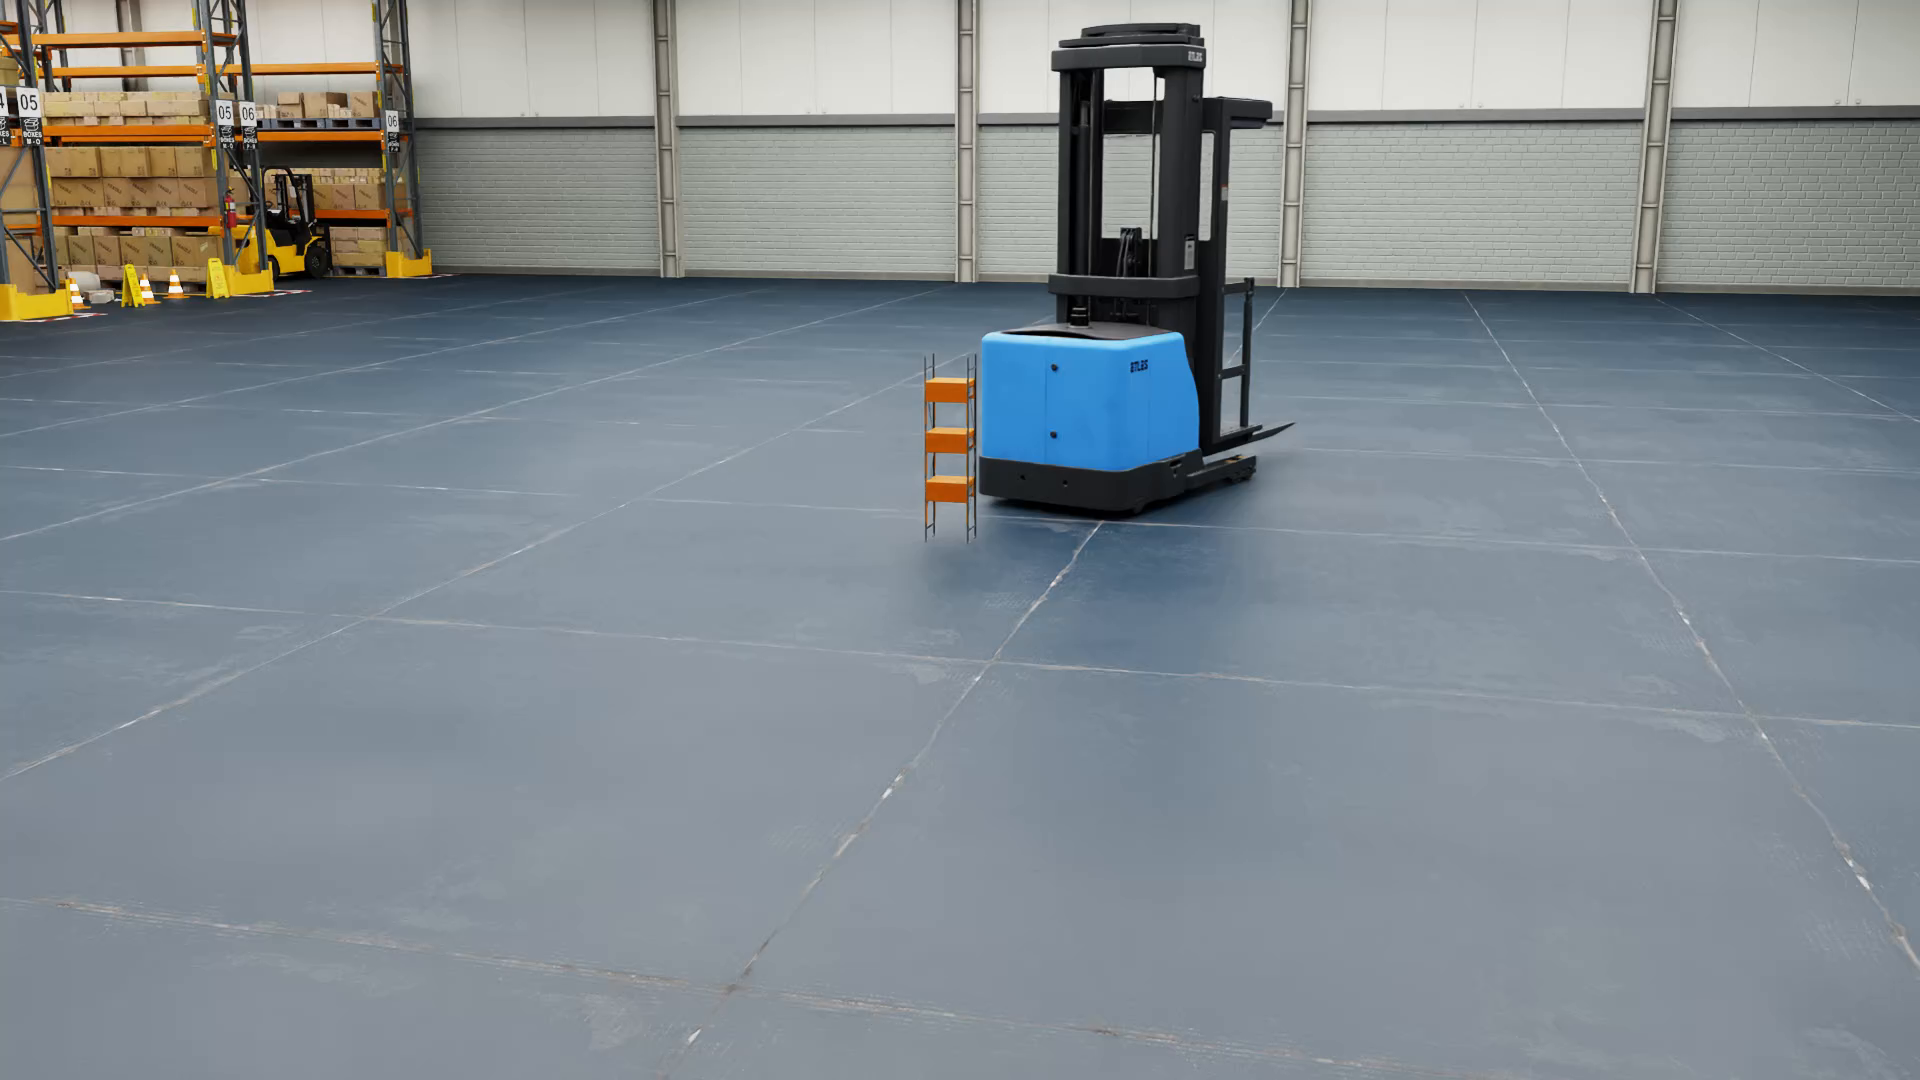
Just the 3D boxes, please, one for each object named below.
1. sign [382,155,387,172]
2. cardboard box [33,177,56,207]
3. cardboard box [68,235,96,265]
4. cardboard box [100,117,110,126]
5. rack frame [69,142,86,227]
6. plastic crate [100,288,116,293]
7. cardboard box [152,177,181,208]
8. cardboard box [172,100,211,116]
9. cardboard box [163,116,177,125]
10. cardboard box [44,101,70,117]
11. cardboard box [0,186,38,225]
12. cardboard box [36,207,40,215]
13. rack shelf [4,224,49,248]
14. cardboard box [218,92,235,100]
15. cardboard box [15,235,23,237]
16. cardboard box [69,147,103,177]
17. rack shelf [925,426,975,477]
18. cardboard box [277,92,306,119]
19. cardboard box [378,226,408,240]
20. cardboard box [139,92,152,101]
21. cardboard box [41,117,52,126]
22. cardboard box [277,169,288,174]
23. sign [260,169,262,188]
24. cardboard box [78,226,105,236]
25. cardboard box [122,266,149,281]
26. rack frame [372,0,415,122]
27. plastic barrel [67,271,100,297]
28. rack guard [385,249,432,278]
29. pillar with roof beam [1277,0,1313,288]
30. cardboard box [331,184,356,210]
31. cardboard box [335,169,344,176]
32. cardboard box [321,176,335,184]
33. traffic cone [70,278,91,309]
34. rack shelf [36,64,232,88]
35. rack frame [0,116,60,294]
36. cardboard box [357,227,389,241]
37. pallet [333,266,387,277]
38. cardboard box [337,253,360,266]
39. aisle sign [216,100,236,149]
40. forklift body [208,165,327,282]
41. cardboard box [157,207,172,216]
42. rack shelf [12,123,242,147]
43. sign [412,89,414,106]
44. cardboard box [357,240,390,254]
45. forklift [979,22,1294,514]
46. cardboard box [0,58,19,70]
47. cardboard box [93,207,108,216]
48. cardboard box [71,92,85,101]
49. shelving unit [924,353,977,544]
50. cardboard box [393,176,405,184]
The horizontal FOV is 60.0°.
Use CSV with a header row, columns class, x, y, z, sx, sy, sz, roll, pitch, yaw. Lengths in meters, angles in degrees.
class,x,y,z,sx,sy,sz,roll,pitch,yaw
sign,-11.200,-7.334,32.368,0.005,0.325,0.100,3,13,14
cardboard box,-15.766,-6.042,28.850,0.500,0.500,0.500,3,13,13
cardboard box,-15.095,-5.046,28.923,0.500,0.500,0.500,4,13,16
cardboard box,-14.383,-7.123,28.295,0.250,0.149,0.380,3,13,14
rack frame,-18.824,-7.181,34.901,0.127,3.000,1.000,3,13,14
plastic crate,-14.798,-4.251,28.432,0.583,0.080,0.402,-1,13,-6
cardboard box,-13.320,-5.913,28.269,0.500,0.500,0.500,3,13,14
cardboard box,-12.804,-7.229,27.848,0.500,0.250,0.500,3,13,13
cardboard box,-13.155,-7.051,27.966,0.250,0.149,0.380,3,13,15
cardboard box,-15.261,-7.361,28.445,0.500,0.250,0.500,3,13,13
cardboard box,-13.702,-4.759,23.636,0.550,0.550,0.875,3,13,14
cardboard box,-15.897,-5.723,28.909,0.250,0.149,0.380,3,13,13
rack shelf,-15.272,-4.429,24.155,4.000,0.370,1.077,3,13,14
cardboard box,-12.539,-7.515,28.217,0.250,0.149,0.380,3,13,13
cardboard box,-19.636,-6.463,34.966,0.250,0.149,0.380,2,13,11
cardboard box,-14.779,-6.481,28.517,0.500,0.500,0.700,3,13,12
rack shelf,-0.052,-0.505,9.359,0.240,0.259,0.215,3,13,14
cardboard box,-13.074,-8.619,33.017,0.637,0.503,0.797,3,13,15
cardboard box,-11.478,-6.182,33.466,0.500,0.250,0.500,3,13,13
cardboard box,-13.605,-7.478,28.051,0.250,0.149,0.380,3,13,14
cardboard box,-15.642,-7.178,28.540,0.250,0.149,0.380,3,13,14
cardboard box,-13.432,-7.355,33.270,0.250,0.149,0.380,3,13,13
sign,-12.113,-6.259,28.745,0.005,0.325,0.100,3,13,14
cardboard box,-15.012,-5.342,28.762,0.250,0.149,0.380,4,13,16
cardboard box,-14.102,-4.625,28.756,0.500,0.250,0.500,3,13,12
rack frame,-11.057,-9.695,32.380,0.127,3.000,1.000,3,13,14
plastic barrel,-14.611,-4.253,27.651,0.512,0.421,0.421,-9,15,-35
rack guard,-11.034,-5.545,33.295,0.348,0.500,1.175,3,13,14
pillar with roof beam,4.927,-8.081,25.106,0.400,9.000,9.100,3,13,14
cardboard box,-12.099,-6.814,33.015,0.500,0.500,0.500,3,13,15
cardboard box,-12.186,-7.294,32.993,0.250,0.149,0.380,3,13,14
cardboard box,-12.462,-7.143,33.001,0.250,0.149,0.380,3,13,12
traffic cone,-13.506,-3.764,25.354,0.334,0.463,0.336,3,13,14
rack shelf,-16.882,-9.460,33.905,4.000,0.370,1.077,3,13,14
rack frame,-13.330,-4.676,23.609,0.127,3.000,1.000,3,13,14
cardboard box,-11.579,-6.075,32.986,0.500,0.250,0.500,4,13,15
pallet,-11.809,-5.436,33.471,1.213,0.211,1.003,3,13,14
cardboard box,-12.069,-5.615,33.218,0.500,0.250,0.500,3,13,14
aisle sign,-12.252,-6.927,27.753,0.004,0.787,0.394,3,13,14
forklift body,-13.335,-6.067,31.836,1.214,2.155,2.313,3,13,14
cardboard box,-13.430,-5.589,28.302,0.250,0.149,0.380,3,13,15
rack shelf,-14.184,-6.939,28.545,4.000,0.370,1.077,3,13,14
sign,-10.918,-8.812,33.126,0.005,0.325,0.100,3,13,14
cardboard box,-11.604,-5.832,33.046,0.500,0.250,0.500,3,13,13
forklift,1.362,-1.858,11.066,1.130,2.935,3.031,8,15,33
cardboard box,-13.578,-6.745,23.548,0.250,0.149,0.380,3,13,14
cardboard box,-14.657,-5.655,28.601,0.250,0.149,0.380,3,13,14
cardboard box,-14.883,-7.531,28.292,0.250,0.149,0.380,3,13,12
shelving unit,-0.052,-0.515,9.357,0.252,1.050,0.215,3,13,14
cardboard box,-11.324,-7.204,33.274,0.250,0.149,0.380,3,13,12
